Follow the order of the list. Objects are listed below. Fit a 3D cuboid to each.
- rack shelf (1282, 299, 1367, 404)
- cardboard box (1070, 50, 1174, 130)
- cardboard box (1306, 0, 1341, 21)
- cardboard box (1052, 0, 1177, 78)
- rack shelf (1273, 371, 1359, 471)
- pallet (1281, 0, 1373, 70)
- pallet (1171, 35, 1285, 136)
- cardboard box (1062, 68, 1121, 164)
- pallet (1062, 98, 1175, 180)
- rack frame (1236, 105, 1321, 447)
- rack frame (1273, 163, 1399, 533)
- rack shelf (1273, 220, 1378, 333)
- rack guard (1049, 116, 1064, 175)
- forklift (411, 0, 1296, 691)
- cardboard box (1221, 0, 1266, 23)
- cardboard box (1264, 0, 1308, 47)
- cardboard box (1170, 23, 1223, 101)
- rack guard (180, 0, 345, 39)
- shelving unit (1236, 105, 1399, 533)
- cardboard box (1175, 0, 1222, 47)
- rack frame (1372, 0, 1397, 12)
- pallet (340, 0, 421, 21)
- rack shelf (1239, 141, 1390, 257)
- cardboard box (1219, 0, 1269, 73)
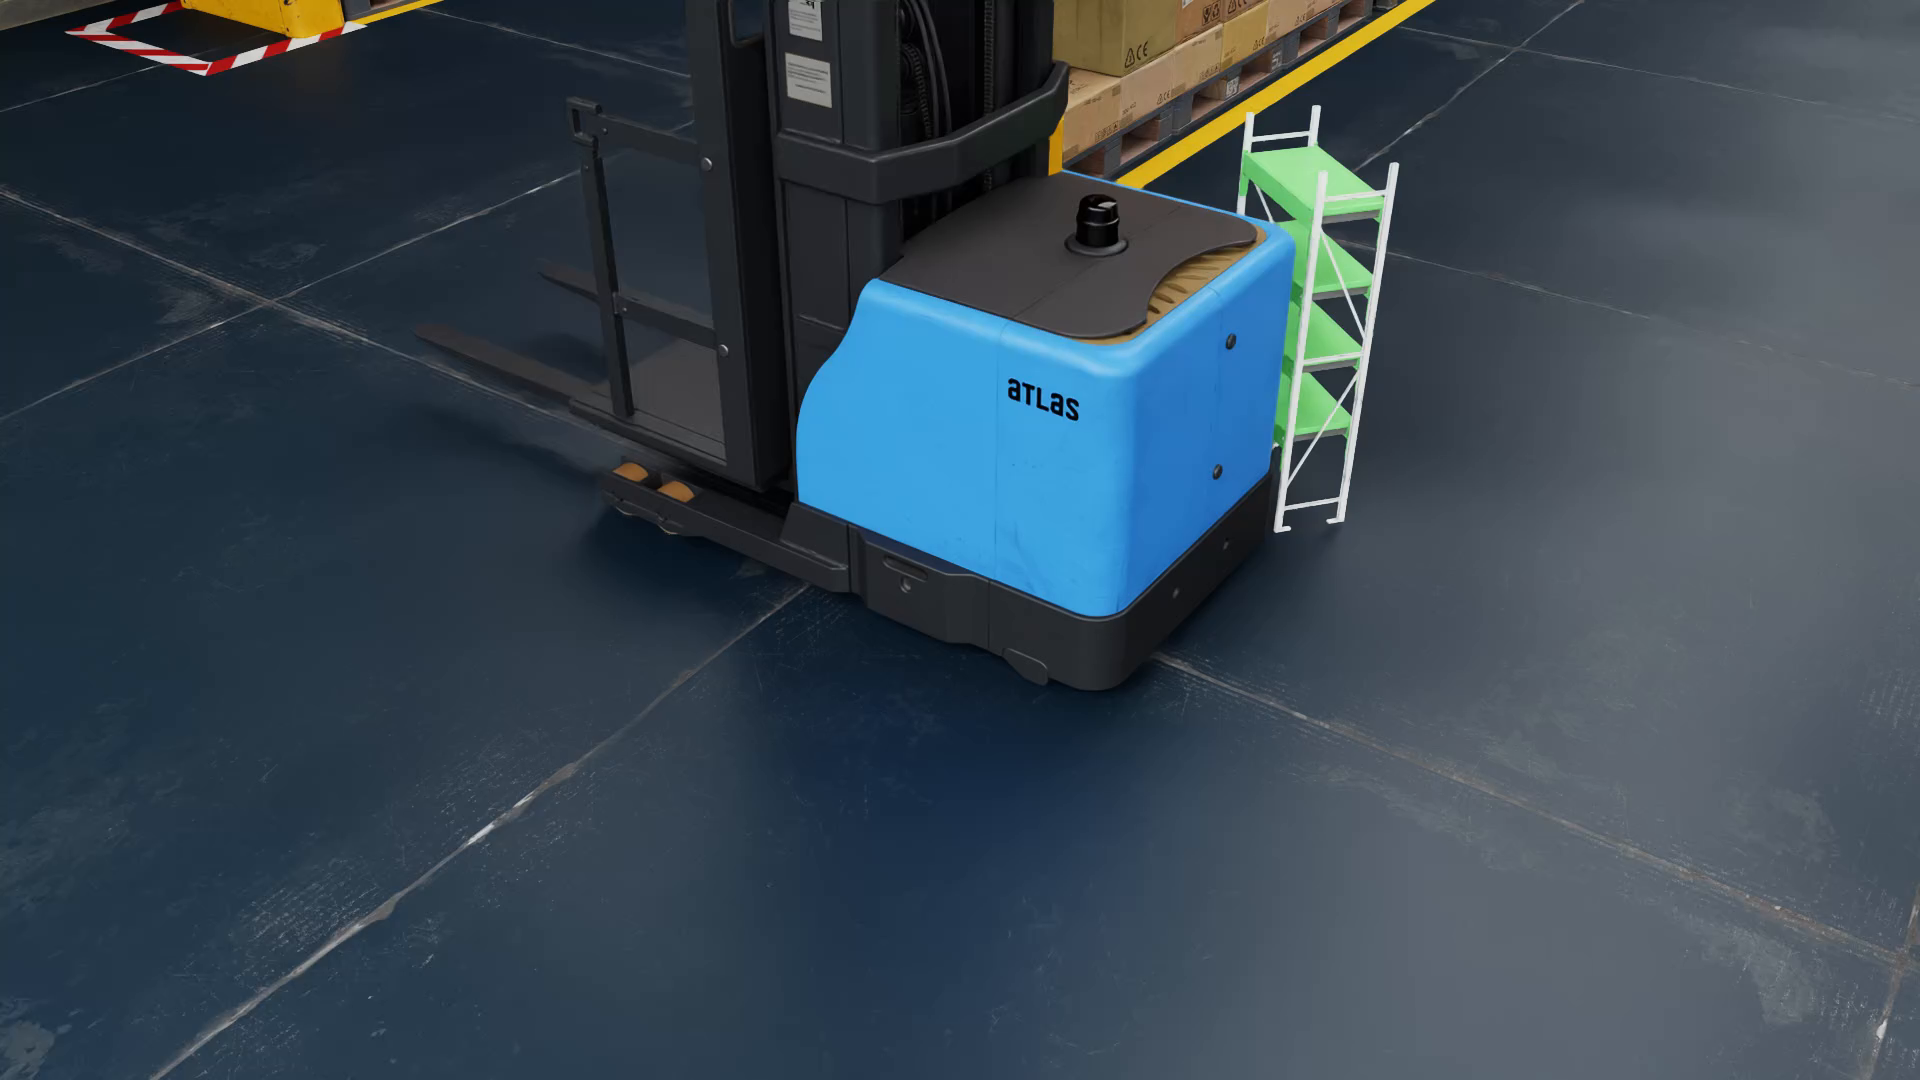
[{"bbox_3d":[1.048,-0.621,5.212,0.258,0.148,0.480,-9,35,-13],"label":"rack shelf"},{"bbox_3d":[0.667,-2.177,7.872,0.500,0.250,0.500,21,39,28],"label":"cardboard box"},{"bbox_3d":[1.799,-3.101,9.238,0.500,0.250,0.500,21,39,28],"label":"cardboard box"},{"bbox_3d":[0.668,-2.488,7.661,0.500,0.500,0.500,21,39,28],"label":"cardboard box"},{"bbox_3d":[1.048,-0.422,5.346,0.258,0.148,0.480,-9,35,-13],"label":"rack shelf"},{"bbox_3d":[1.689,-3.069,9.599,1.003,0.211,1.213,21,39,28],"label":"pallet"},{"bbox_3d":[0.994,-2.505,8.765,1.003,0.211,1.213,21,39,28],"label":"pallet"},{"bbox_3d":[0.385,-1.946,7.530,0.500,0.250,0.500,21,39,28],"label":"cardboard box"},{"bbox_3d":[0.298,-1.946,7.939,1.003,0.211,1.213,21,39,28],"label":"pallet"},{"bbox_3d":[0.980,-0.805,5.370,0.240,1.200,0.015,-9,35,-13],"label":"rack frame"},{"bbox_3d":[1.115,-0.543,4.982,0.240,1.200,0.015,-9,35,-13],"label":"rack frame"},{"bbox_3d":[1.048,-0.820,5.077,0.258,0.148,0.480,-9,35,-13],"label":"rack shelf"},{"bbox_3d":[-0.117,-1.689,7.301,1.175,0.500,0.348,21,39,28],"label":"rack guard"},{"bbox_3d":[-0.546,-1.450,4.778,3.031,2.935,1.130,22,40,29],"label":"forklift"},{"bbox_3d":[1.242,-2.946,8.339,0.500,0.500,0.500,21,39,28],"label":"cardboard box"},{"bbox_3d":[1.526,-2.866,8.890,0.500,0.250,0.500,21,39,28],"label":"cardboard box"},{"bbox_3d":[0.952,-2.407,8.212,0.500,0.250,0.500,21,39,28],"label":"cardboard box"},{"bbox_3d":[-4.132,-3.316,9.707,1.175,0.500,0.348,21,39,28],"label":"rack guard"},{"bbox_3d":[1.048,-0.674,5.176,0.258,1.200,0.503,-9,35,-13],"label":"shelving unit"},{"bbox_3d":[0.943,-2.722,8.007,0.500,0.500,0.500,21,39,28],"label":"cardboard box"},{"bbox_3d":[2.177,-4.576,9.339,1.000,3.000,0.127,21,39,28],"label":"rack frame"},{"bbox_3d":[-3.640,-3.558,10.324,1.003,0.211,1.213,21,39,28],"label":"pallet"},{"bbox_3d":[1.048,-1.019,4.943,0.258,0.148,0.480,-9,35,-13],"label":"rack shelf"},{"bbox_3d":[1.242,-2.636,8.550,0.500,0.250,0.500,21,39,28],"label":"cardboard box"}]
